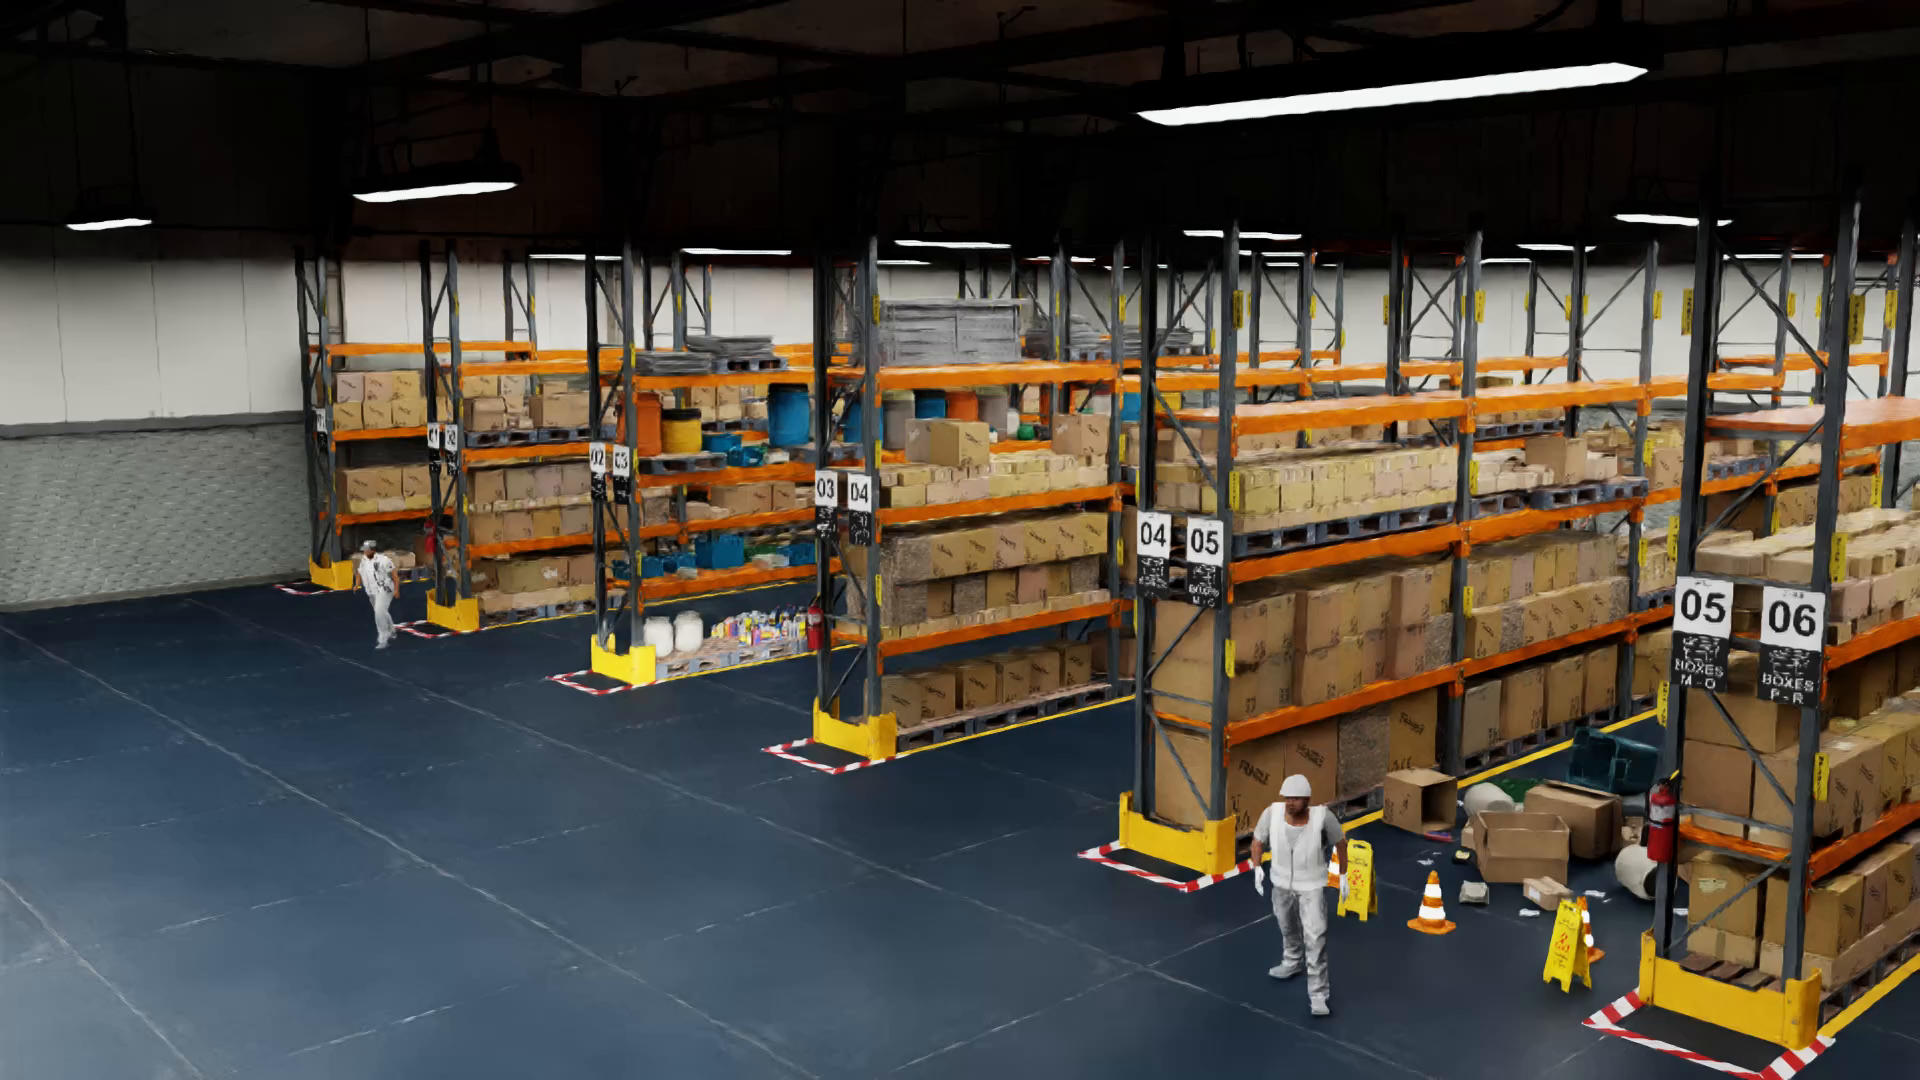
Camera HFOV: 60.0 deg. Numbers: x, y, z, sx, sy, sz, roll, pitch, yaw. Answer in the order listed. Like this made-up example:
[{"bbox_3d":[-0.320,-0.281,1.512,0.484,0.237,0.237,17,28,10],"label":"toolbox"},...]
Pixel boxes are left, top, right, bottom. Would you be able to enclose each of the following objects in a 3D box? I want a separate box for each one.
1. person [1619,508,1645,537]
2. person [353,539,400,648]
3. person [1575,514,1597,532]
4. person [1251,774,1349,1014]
[{"bbox_3d":[11.414,0.221,28.298,1.088,1.589,0.456,-7,11,-40],"label":"person"},{"bbox_3d":[-8.587,0.765,24.663,0.665,1.601,0.794,4,9,28],"label":"person"},{"bbox_3d":[12.245,-0.365,32.500,0.961,1.533,0.408,-6,10,-34],"label":"person"},{"bbox_3d":[2.511,2.529,12.259,0.703,1.718,0.843,5,10,31],"label":"person"}]
